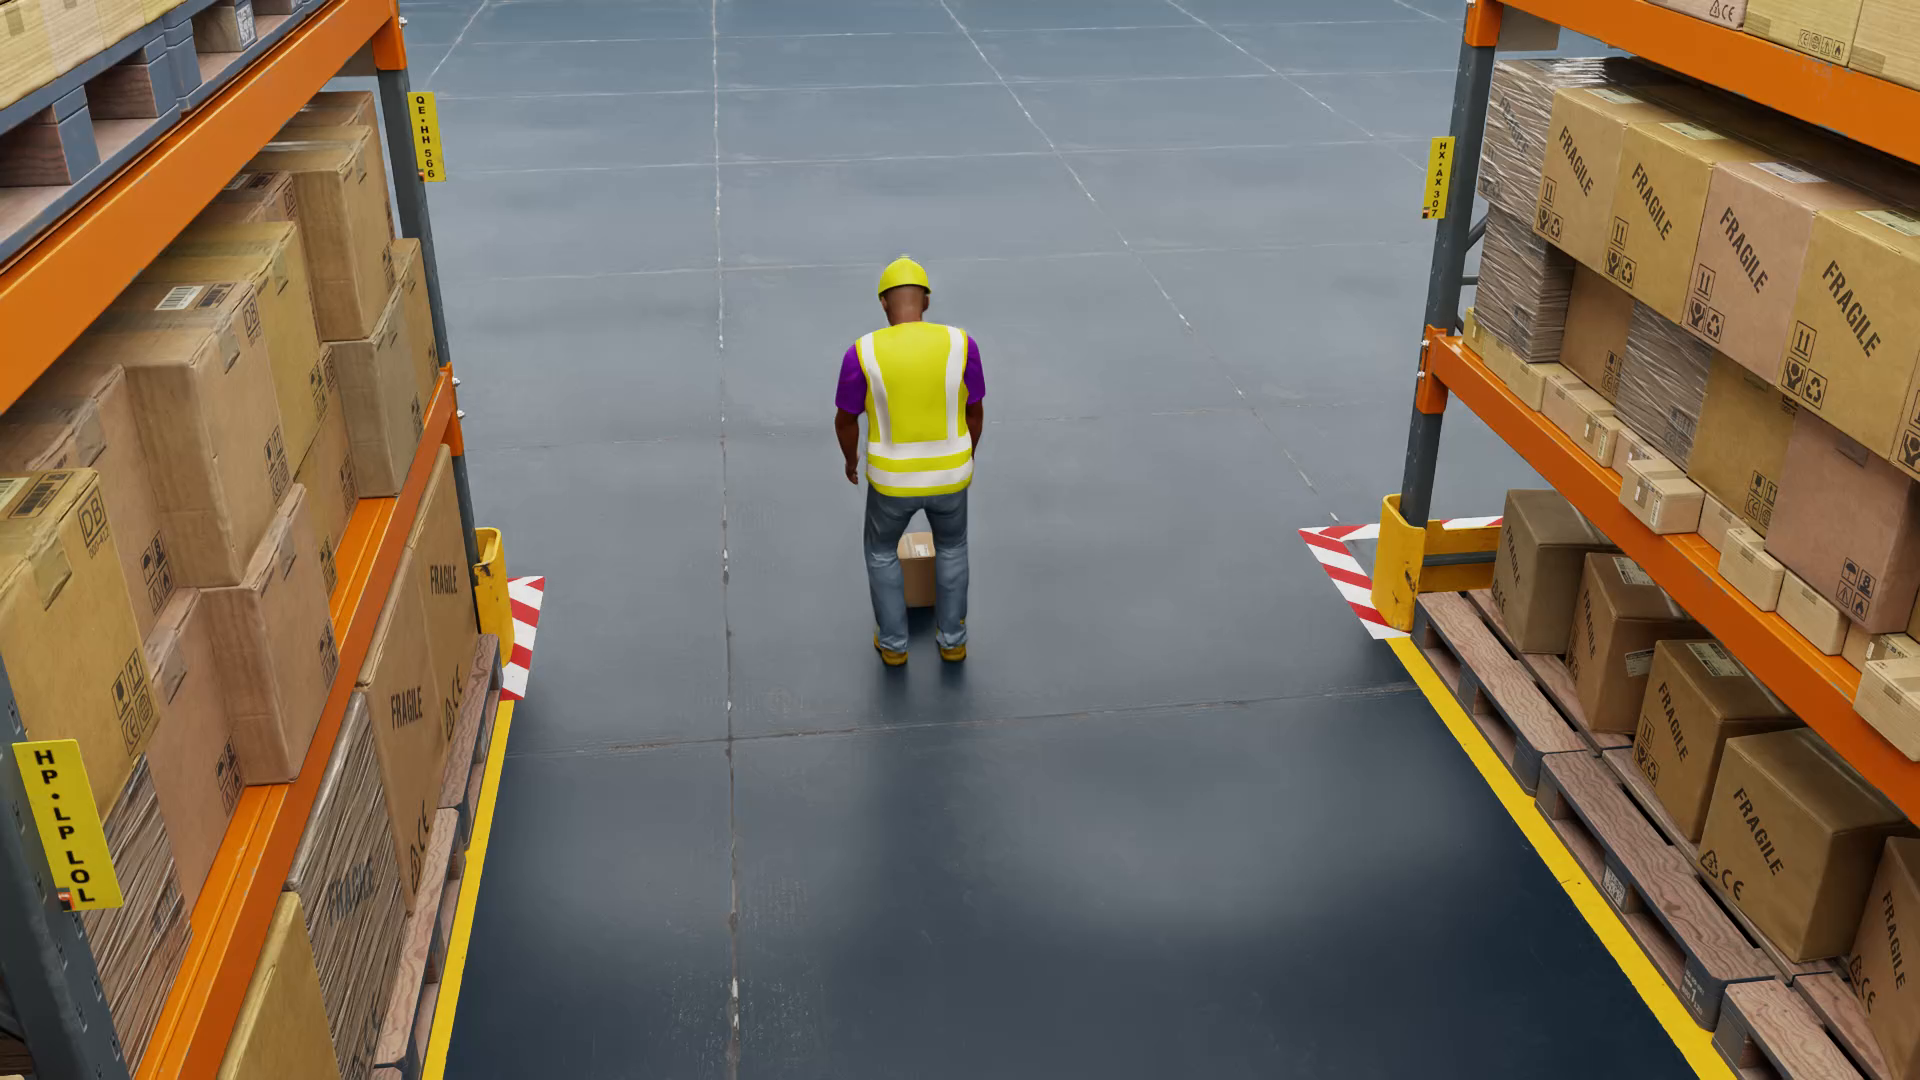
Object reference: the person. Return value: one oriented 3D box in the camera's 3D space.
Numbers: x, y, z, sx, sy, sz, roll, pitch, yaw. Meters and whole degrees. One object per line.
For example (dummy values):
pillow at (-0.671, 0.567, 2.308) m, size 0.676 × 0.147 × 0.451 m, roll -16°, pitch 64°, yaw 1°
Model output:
person at (-0.214, -0.199, 6.851) m, size 0.631 × 1.432 × 0.747 m, roll -4°, pitch 27°, yaw -7°
